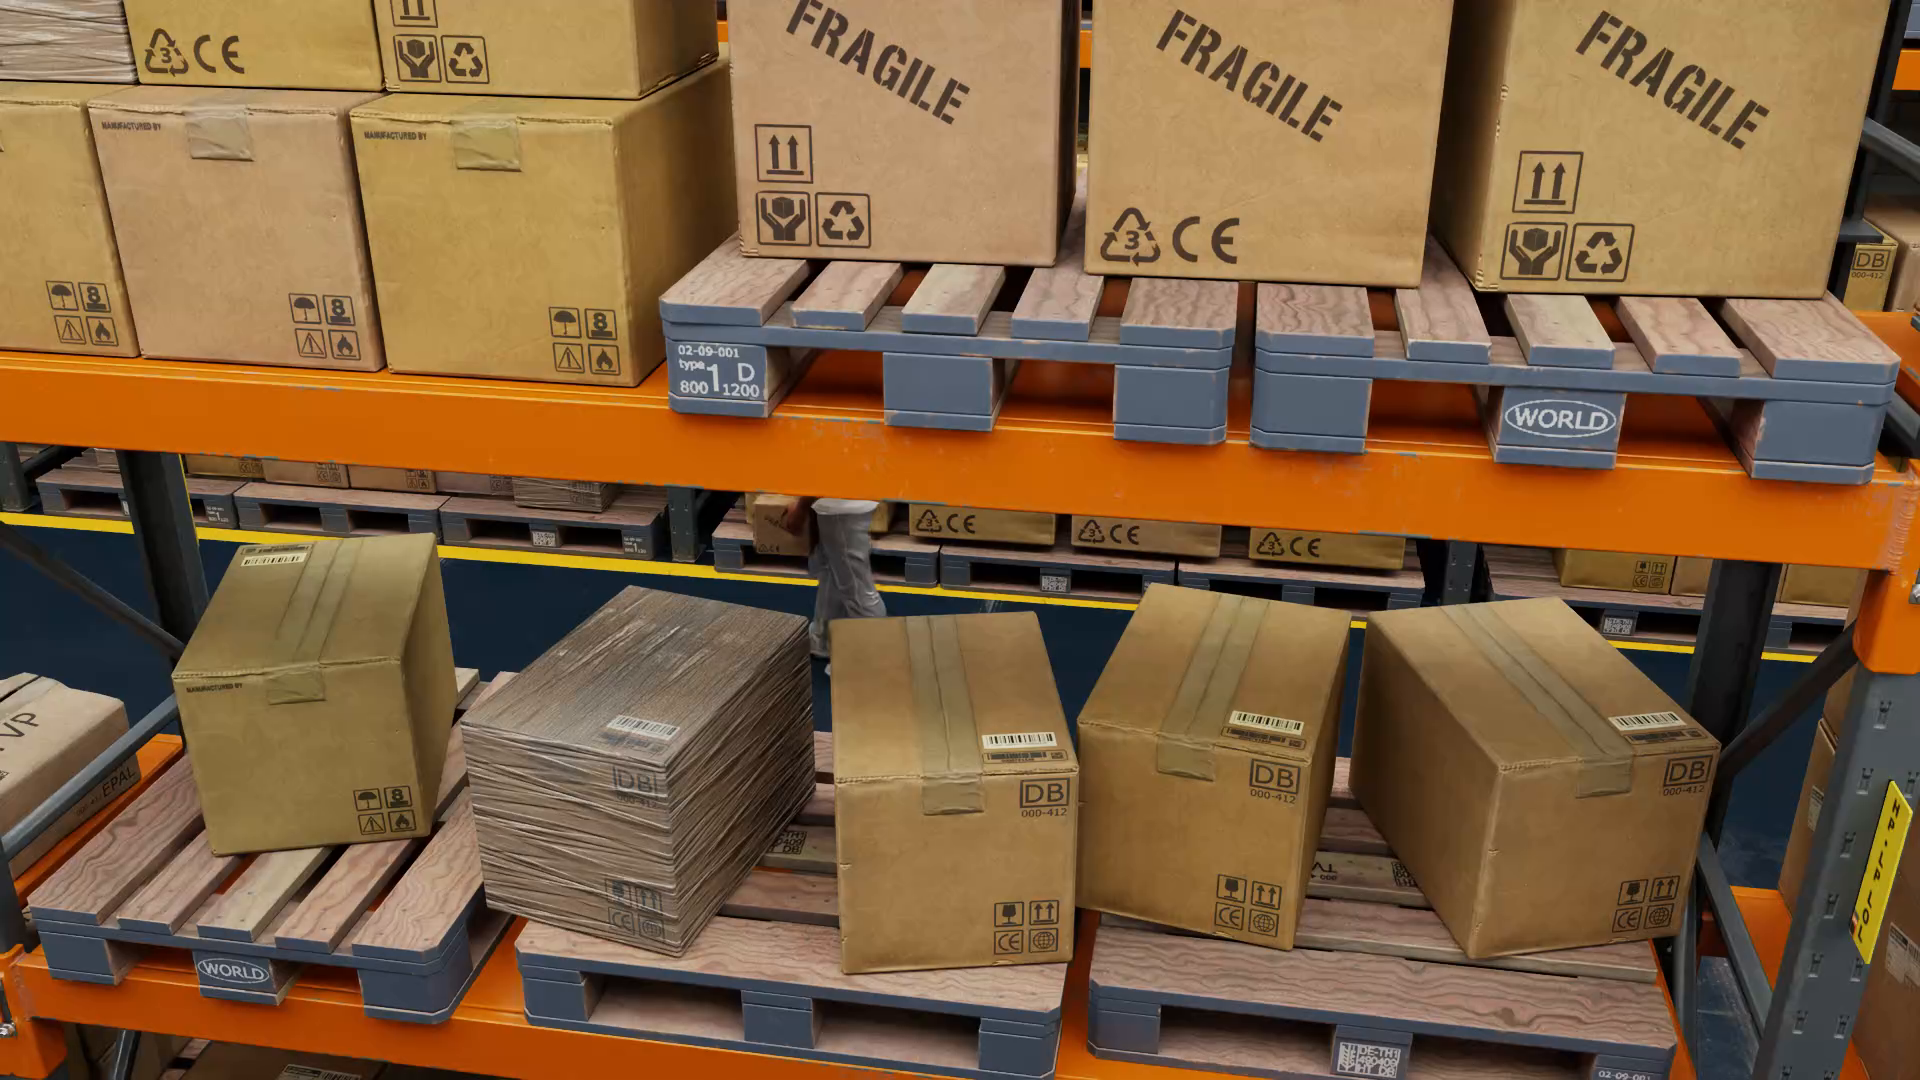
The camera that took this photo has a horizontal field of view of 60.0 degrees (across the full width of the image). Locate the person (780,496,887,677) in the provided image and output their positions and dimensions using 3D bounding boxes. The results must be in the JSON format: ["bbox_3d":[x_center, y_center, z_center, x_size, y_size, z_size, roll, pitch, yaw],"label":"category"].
[{"bbox_3d":[-0.616,-0.184,7.447,0.636,1.764,0.564,4,25,9],"label":"person"}]
